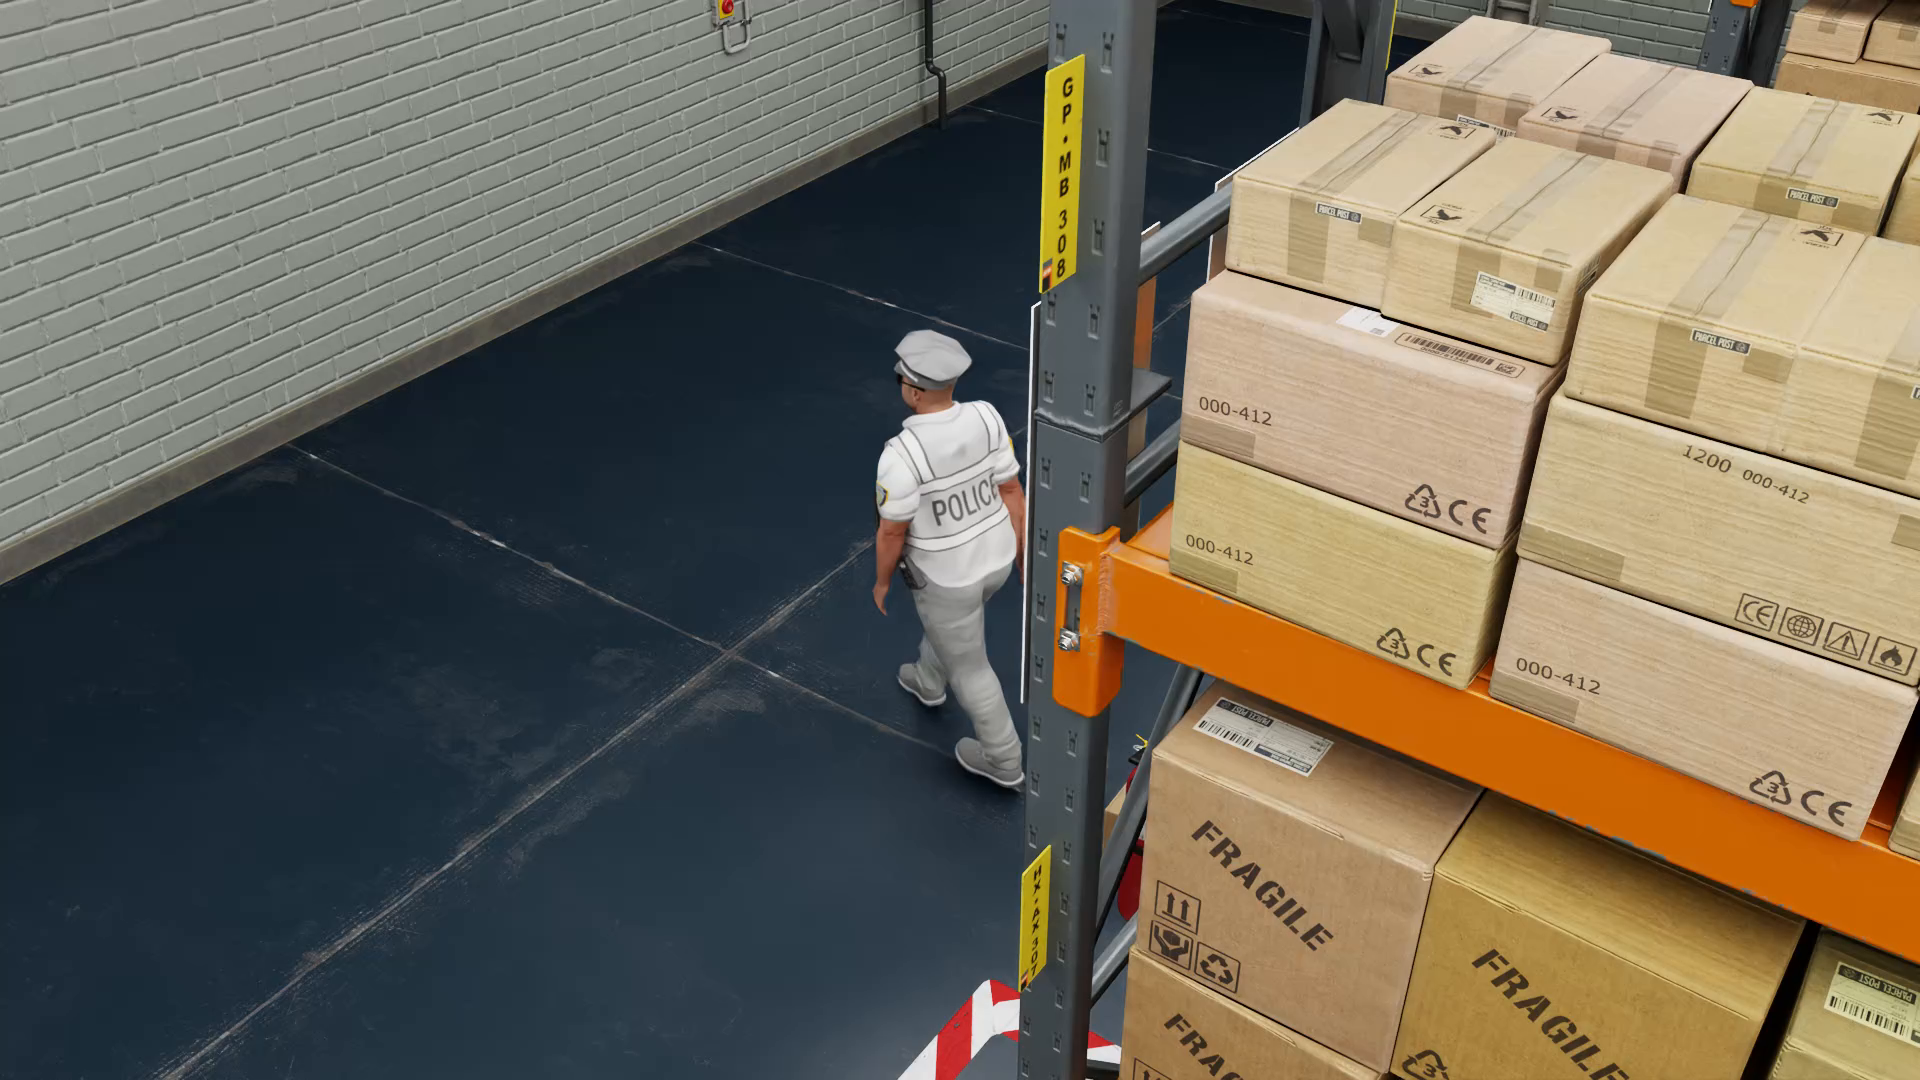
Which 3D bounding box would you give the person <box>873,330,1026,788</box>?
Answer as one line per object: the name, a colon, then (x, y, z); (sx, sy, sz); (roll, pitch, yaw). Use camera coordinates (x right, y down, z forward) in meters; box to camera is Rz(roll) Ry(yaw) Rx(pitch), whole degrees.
person: (-0.072, 0.065, 6.037); (0.838, 1.752, 0.569); (28, 43, 35)
